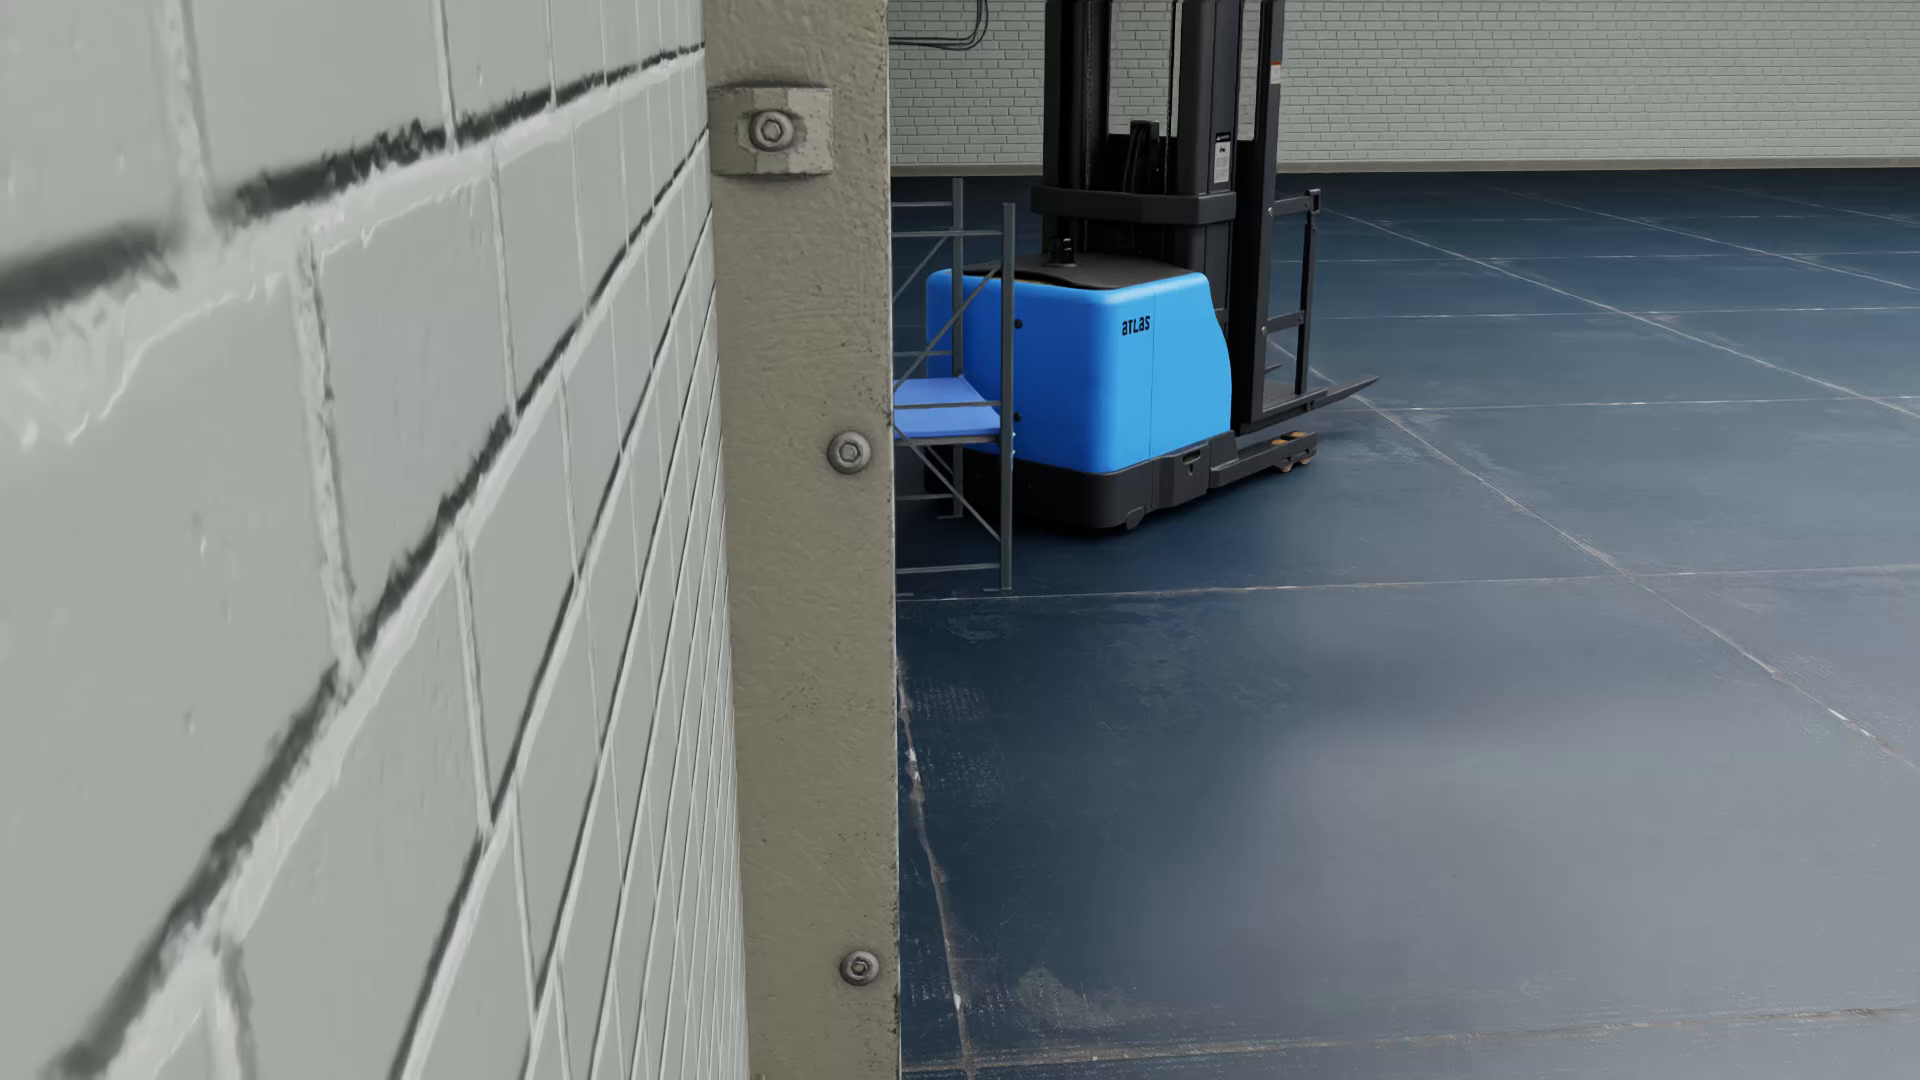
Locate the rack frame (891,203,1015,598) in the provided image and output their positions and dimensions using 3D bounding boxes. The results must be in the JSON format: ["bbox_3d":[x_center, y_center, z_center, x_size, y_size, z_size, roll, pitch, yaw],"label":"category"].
[{"bbox_3d":[-0.048,-0.505,6.283,0.500,1.500,0.032,-3,18,-10],"label":"rack frame"}]

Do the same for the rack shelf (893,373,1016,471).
[{"bbox_3d":[-0.142,-0.483,6.813,0.538,0.185,1.000,-3,18,-10],"label":"rack shelf"}]

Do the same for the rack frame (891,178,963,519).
[{"bbox_3d":[-0.236,-0.805,7.236,0.500,1.500,0.032,-3,18,-10],"label":"rack frame"}]

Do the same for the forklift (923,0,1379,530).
[{"bbox_3d":[1.150,-1.816,8.069,1.130,2.935,3.031,14,22,37],"label":"forklift"}]

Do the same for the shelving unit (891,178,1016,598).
[{"bbox_3d":[-0.142,-0.655,6.759,0.538,1.500,1.048,-3,18,-10],"label":"shelving unit"}]

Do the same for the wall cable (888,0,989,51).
[{"bbox_3d":[-1.137,-7.952,22.668,3.097,2.526,0.112,-2,18,-6],"label":"wall cable"}]

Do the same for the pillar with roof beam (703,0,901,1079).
[{"bbox_3d":[3.990,-3.285,2.618,9.100,9.000,0.400,-2,18,-6],"label":"pillar with roof beam"}]
